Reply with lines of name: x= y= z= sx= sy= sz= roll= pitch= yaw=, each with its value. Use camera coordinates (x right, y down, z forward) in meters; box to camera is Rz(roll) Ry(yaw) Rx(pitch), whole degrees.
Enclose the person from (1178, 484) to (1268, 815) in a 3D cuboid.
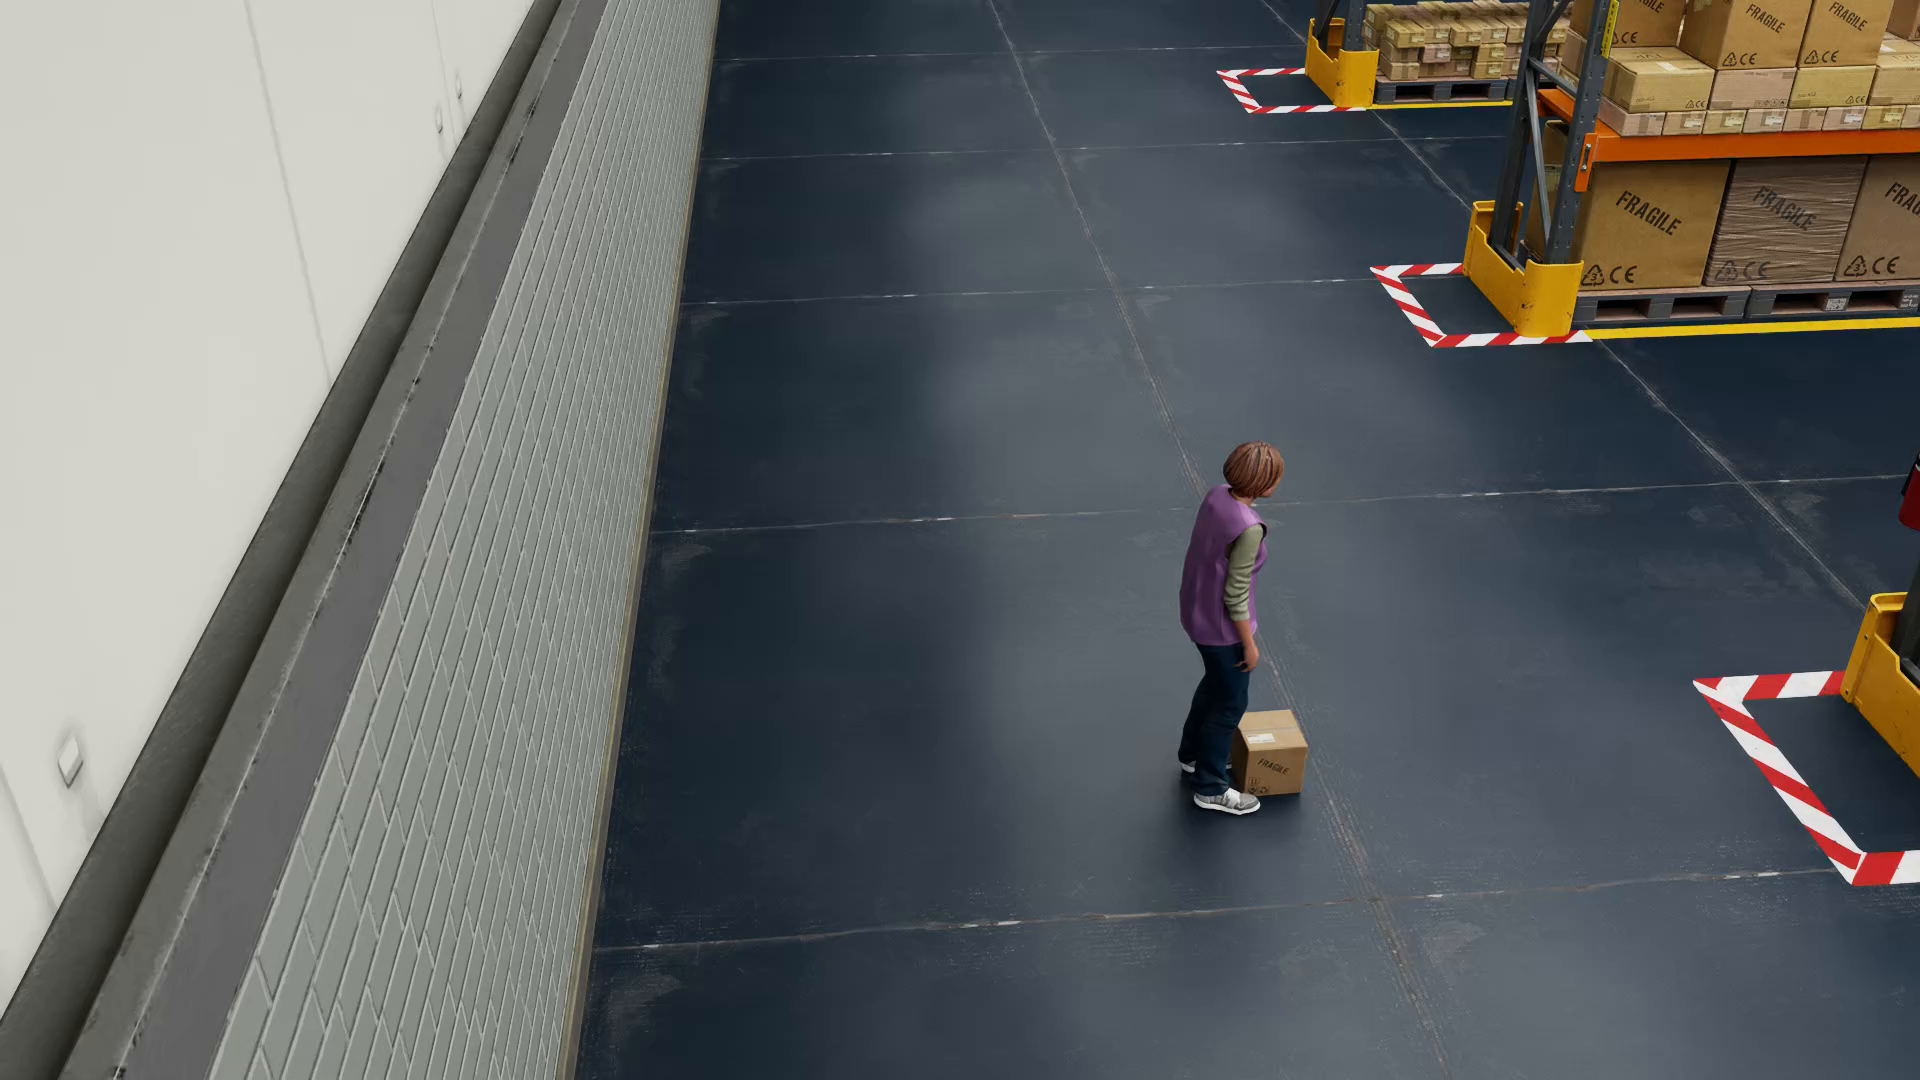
person: x=2.948 y=2.122 z=2.156 sx=2.769 sy=3.194 sz=10.366 roll=-4 pitch=32 yaw=-7
